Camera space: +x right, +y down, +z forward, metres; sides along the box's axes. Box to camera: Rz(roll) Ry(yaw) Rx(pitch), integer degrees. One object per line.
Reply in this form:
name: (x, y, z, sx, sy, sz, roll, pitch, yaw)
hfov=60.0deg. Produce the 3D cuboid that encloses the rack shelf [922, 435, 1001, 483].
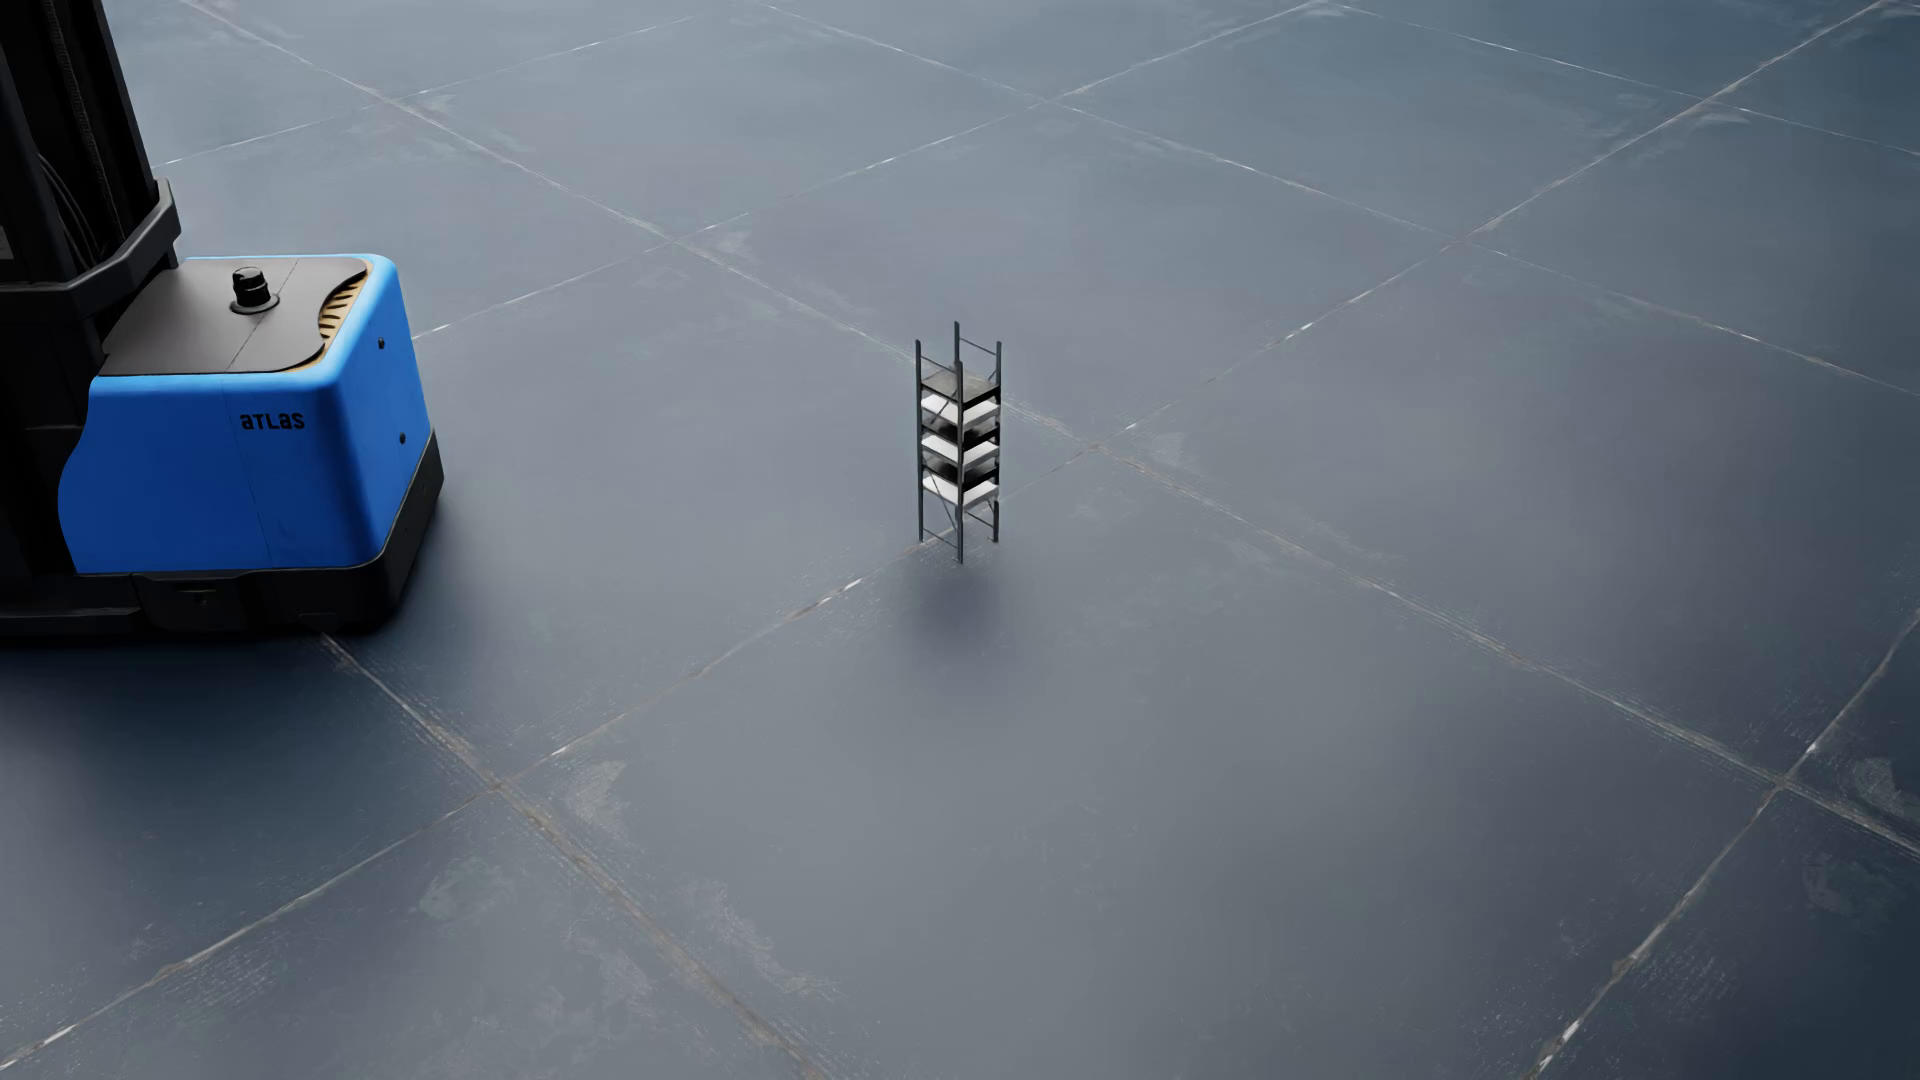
rack shelf: (-0.006, -0.338, 6.407, 0.258, 0.077, 0.200, 30, 45, 35)

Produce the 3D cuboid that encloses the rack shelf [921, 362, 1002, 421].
rack shelf: (-0.006, -0.560, 6.252, 0.258, 0.077, 0.200, 30, 45, 35)

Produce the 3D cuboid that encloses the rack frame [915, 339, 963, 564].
rack frame: (-0.077, -0.325, 6.329, 0.240, 0.900, 0.006, 30, 45, 35)

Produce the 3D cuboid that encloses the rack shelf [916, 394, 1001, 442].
rack shelf: (-0.006, -0.486, 6.304, 0.258, 0.077, 0.200, 30, 45, 35)

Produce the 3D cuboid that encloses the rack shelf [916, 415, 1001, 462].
rack shelf: (-0.006, -0.412, 6.355, 0.258, 0.077, 0.200, 30, 45, 35)

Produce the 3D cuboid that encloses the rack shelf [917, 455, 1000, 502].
rack shelf: (-0.006, -0.265, 6.458, 0.258, 0.077, 0.200, 30, 45, 35)

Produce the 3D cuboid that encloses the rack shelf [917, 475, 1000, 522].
rack shelf: (-0.006, -0.191, 6.510, 0.258, 0.077, 0.200, 30, 45, 35)

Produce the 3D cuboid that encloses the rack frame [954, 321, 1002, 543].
rack frame: (0.066, -0.407, 6.447, 0.240, 0.900, 0.006, 30, 45, 35)

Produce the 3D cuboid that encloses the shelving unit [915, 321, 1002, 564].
shelving unit: (-0.006, -0.366, 6.388, 0.258, 0.900, 0.210, 30, 45, 35)

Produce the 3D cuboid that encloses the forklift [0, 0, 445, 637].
forklift: (-3.627, -1.108, 5.677, 3.031, 2.935, 1.130, -1, 35, -2)
